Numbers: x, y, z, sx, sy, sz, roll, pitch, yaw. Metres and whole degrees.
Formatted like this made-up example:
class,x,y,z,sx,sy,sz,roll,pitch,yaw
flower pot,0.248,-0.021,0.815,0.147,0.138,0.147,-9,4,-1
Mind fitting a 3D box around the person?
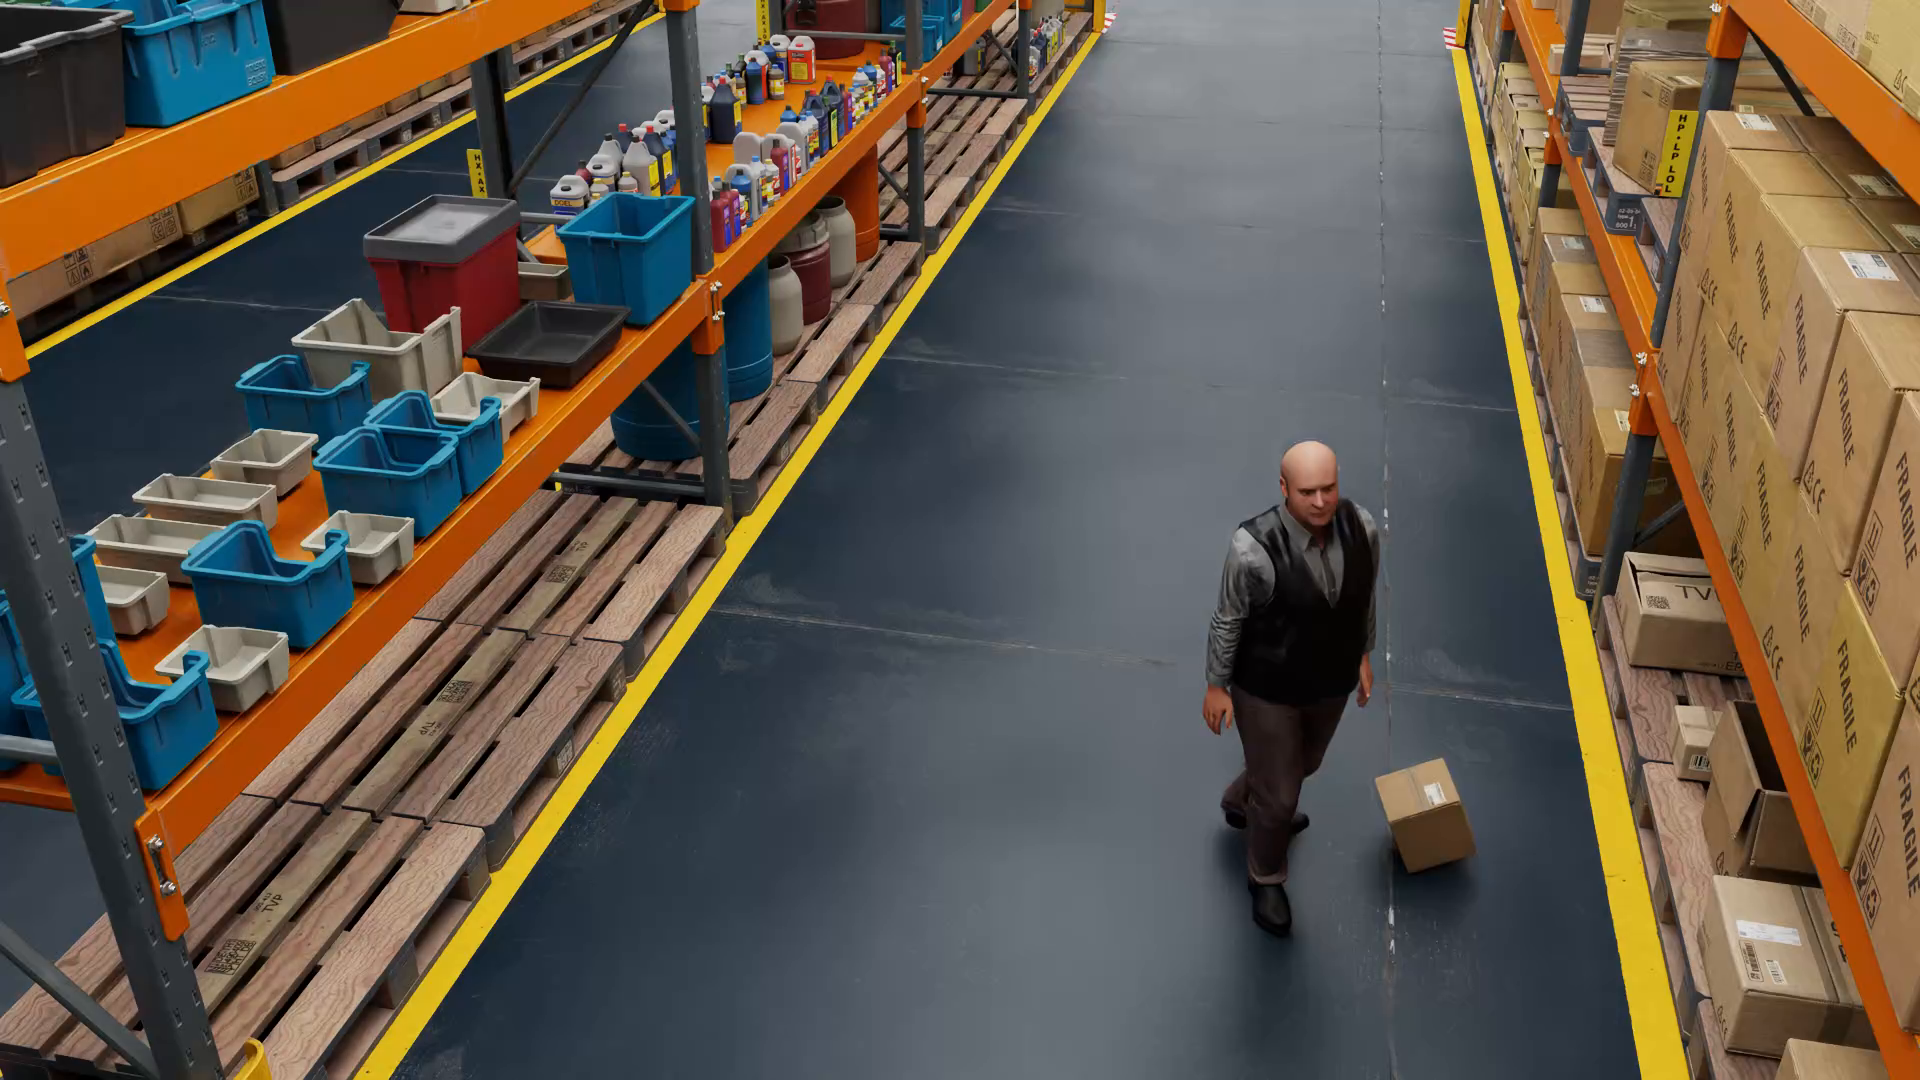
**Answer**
class,x,y,z,sx,sy,sz,roll,pitch,yaw
person,1.040,0.421,5.386,0.584,1.710,0.590,-13,31,-22
